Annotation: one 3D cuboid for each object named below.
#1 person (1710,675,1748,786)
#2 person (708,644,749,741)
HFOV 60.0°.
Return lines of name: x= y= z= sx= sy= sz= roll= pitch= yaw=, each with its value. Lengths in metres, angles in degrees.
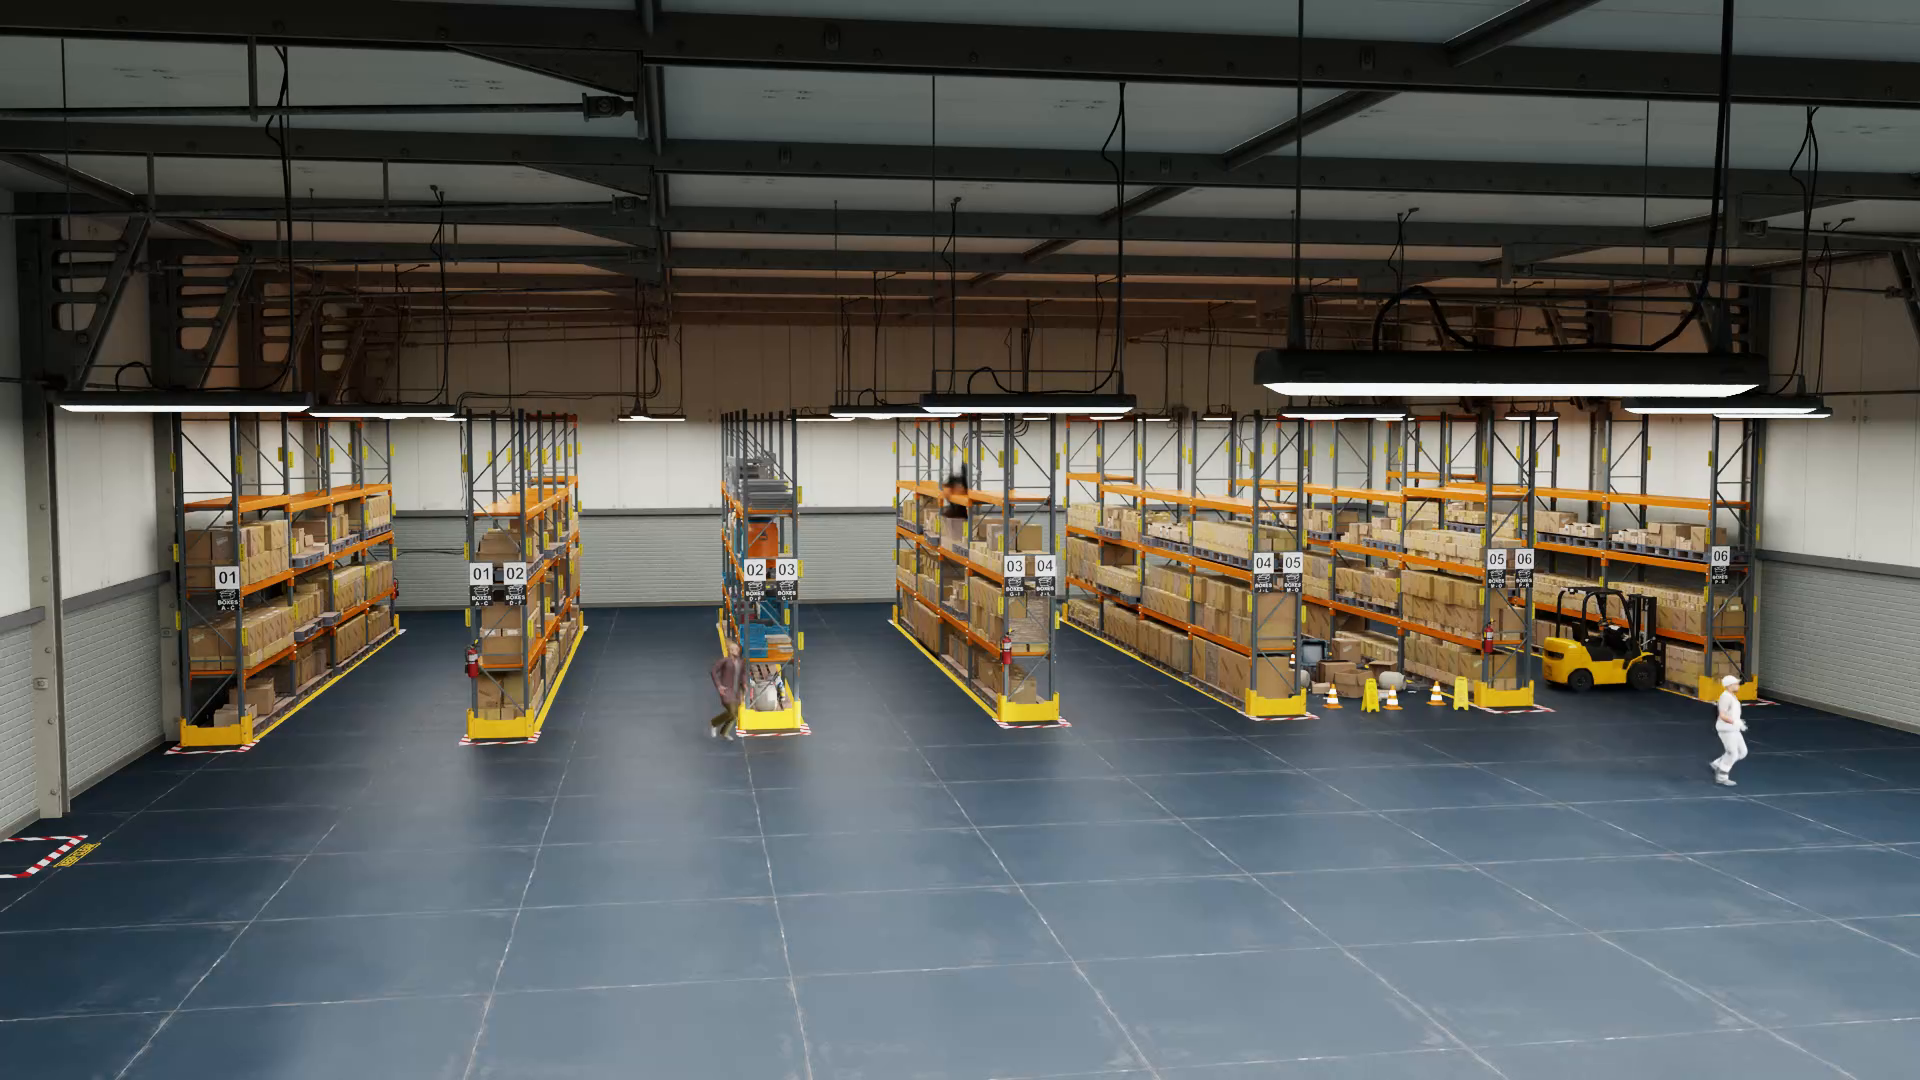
person: x=12.168 y=3.011 z=26.299 sx=0.586 sy=1.745 sz=0.661 roll=3 pitch=5 yaw=37
person: x=-4.166 y=2.779 z=30.256 sx=0.605 sy=1.664 sz=0.746 roll=3 pitch=5 yaw=37
